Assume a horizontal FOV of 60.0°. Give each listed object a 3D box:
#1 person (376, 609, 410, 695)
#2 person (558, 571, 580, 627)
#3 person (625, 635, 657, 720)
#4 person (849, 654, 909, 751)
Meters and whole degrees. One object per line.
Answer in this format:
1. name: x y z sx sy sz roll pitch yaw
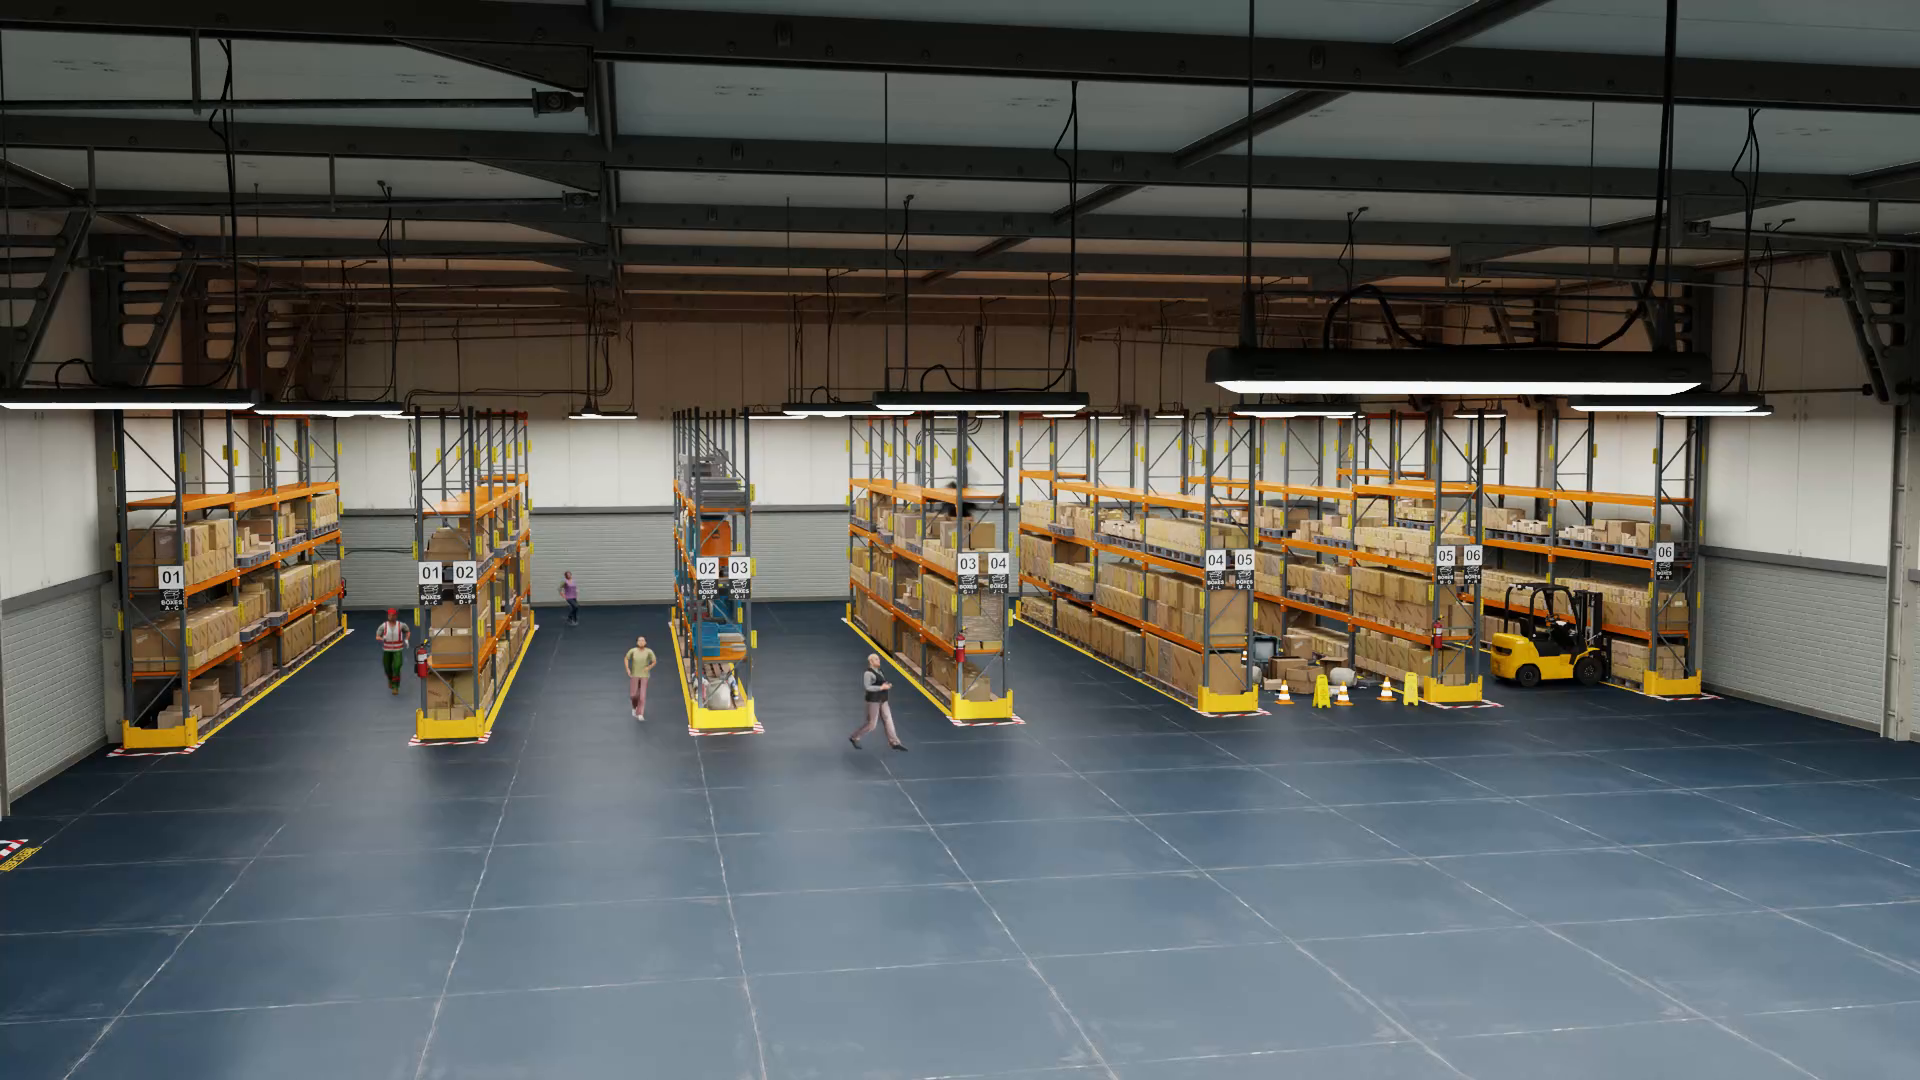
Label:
1. person: -11.921 2.324 34.952 0.668 1.765 0.998 -1 4 -13
2. person: -10.891 1.648 46.471 0.595 1.580 0.591 3 5 33
3. person: -6.121 2.637 31.880 0.623 1.631 0.502 0 4 -7
4. person: -1.402 2.797 28.668 1.066 1.670 0.666 2 5 27
